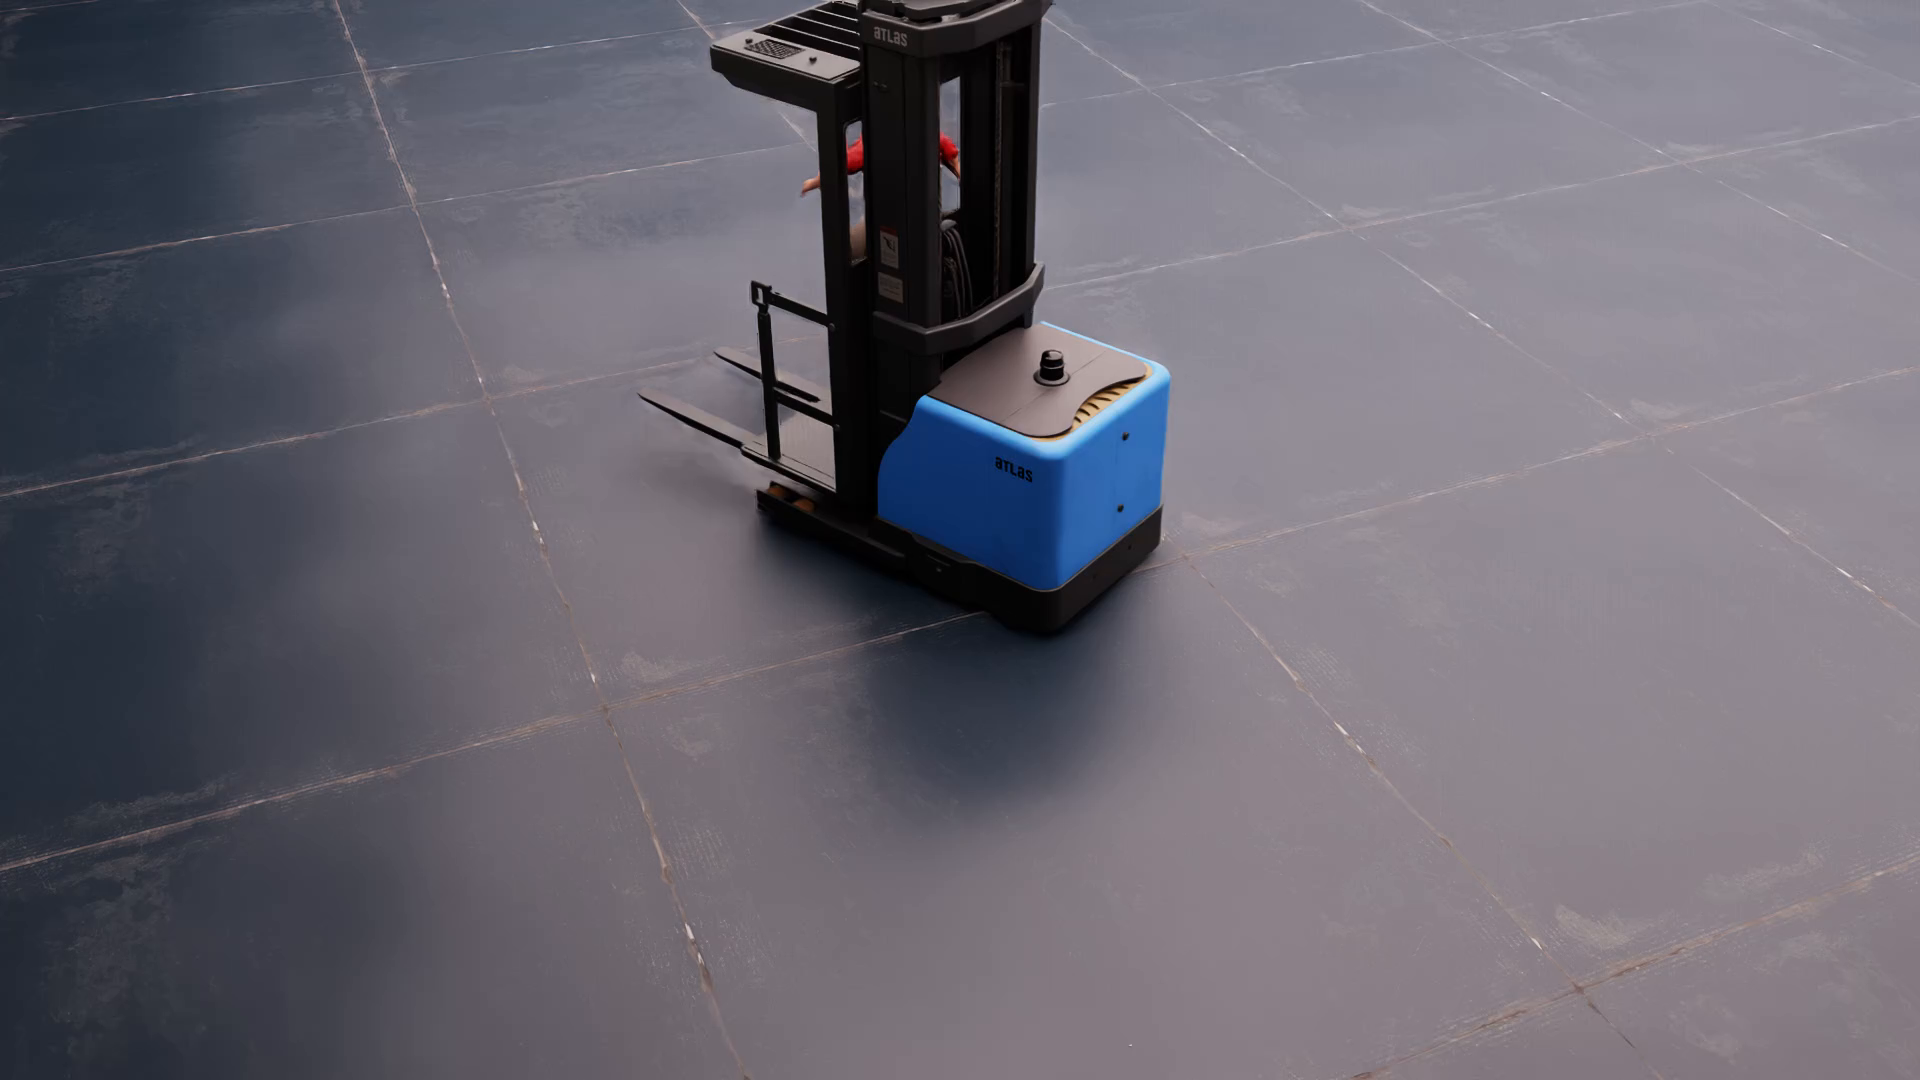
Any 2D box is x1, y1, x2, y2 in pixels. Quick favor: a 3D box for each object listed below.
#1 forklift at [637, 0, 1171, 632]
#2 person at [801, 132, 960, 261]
[{"bbox_3d":[-0.443,-1.458,8.149,3.031,2.935,1.130,25,42,30],"label":"forklift"},{"bbox_3d":[-0.355,-1.907,10.076,1.109,1.703,0.578,-14,38,-19],"label":"person"}]
